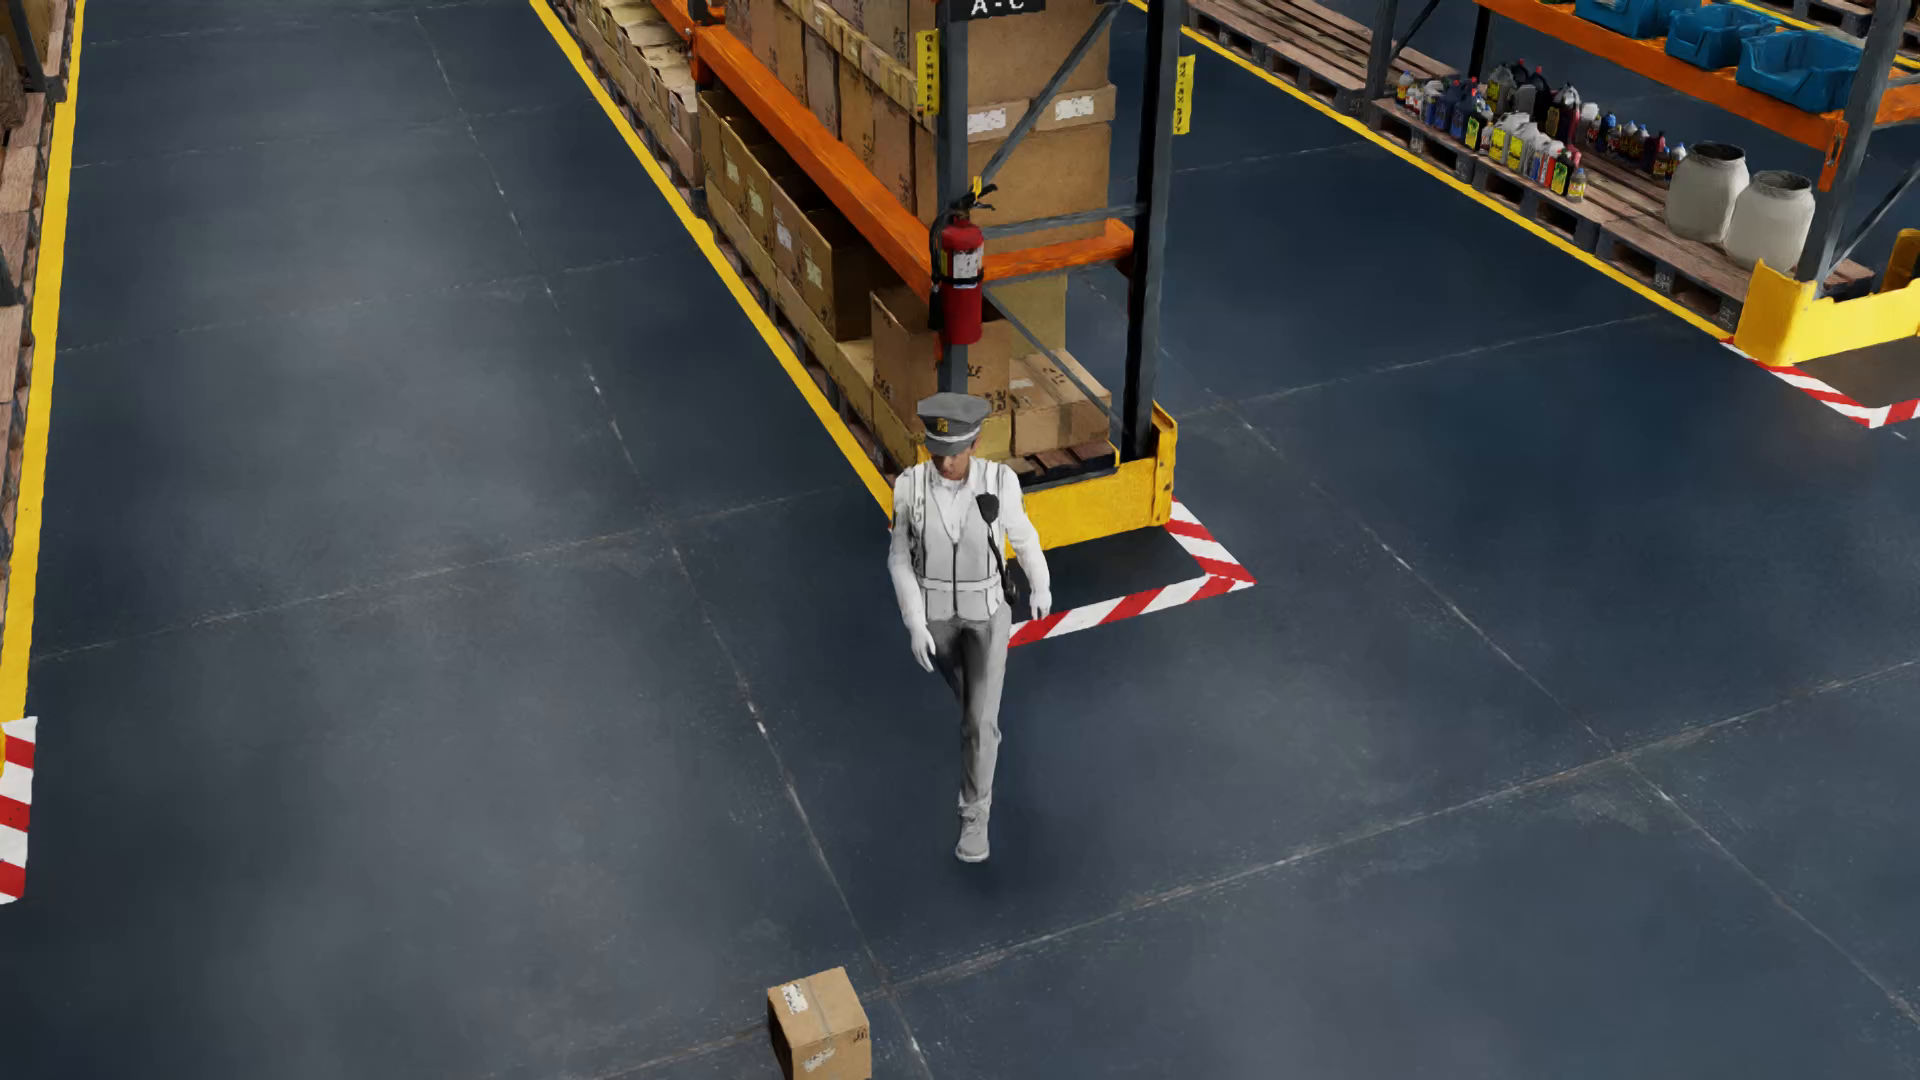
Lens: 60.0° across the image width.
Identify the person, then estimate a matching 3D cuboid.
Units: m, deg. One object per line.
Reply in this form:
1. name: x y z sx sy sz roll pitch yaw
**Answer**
1. person: 0.031 0.253 5.760 0.557 1.615 0.940 3 34 5
